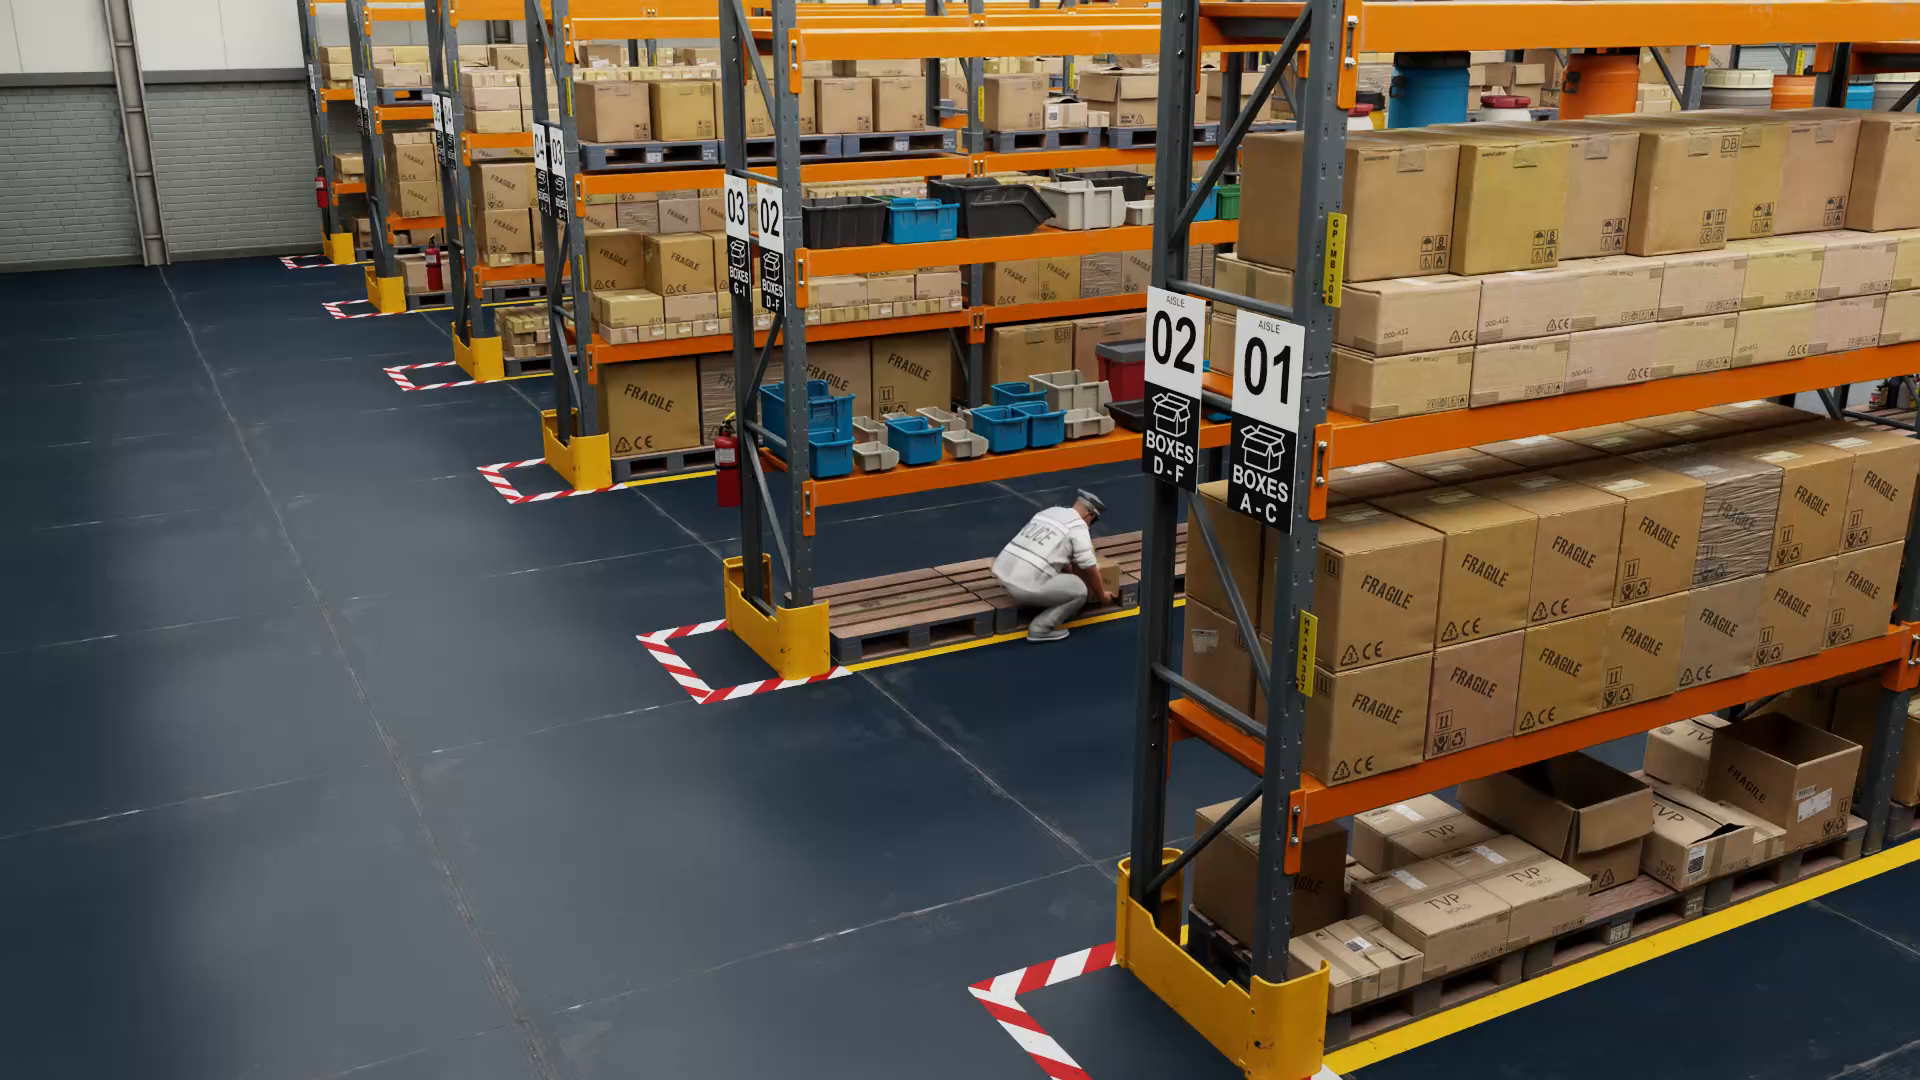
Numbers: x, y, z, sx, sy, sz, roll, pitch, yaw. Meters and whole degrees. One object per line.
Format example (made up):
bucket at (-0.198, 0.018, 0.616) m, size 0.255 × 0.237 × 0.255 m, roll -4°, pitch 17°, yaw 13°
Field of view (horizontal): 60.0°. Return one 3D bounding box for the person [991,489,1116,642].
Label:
person at (0.653, 0.172, 11.760) m, size 0.907 × 0.988 × 0.582 m, roll -10°, pitch 21°, yaw -27°
